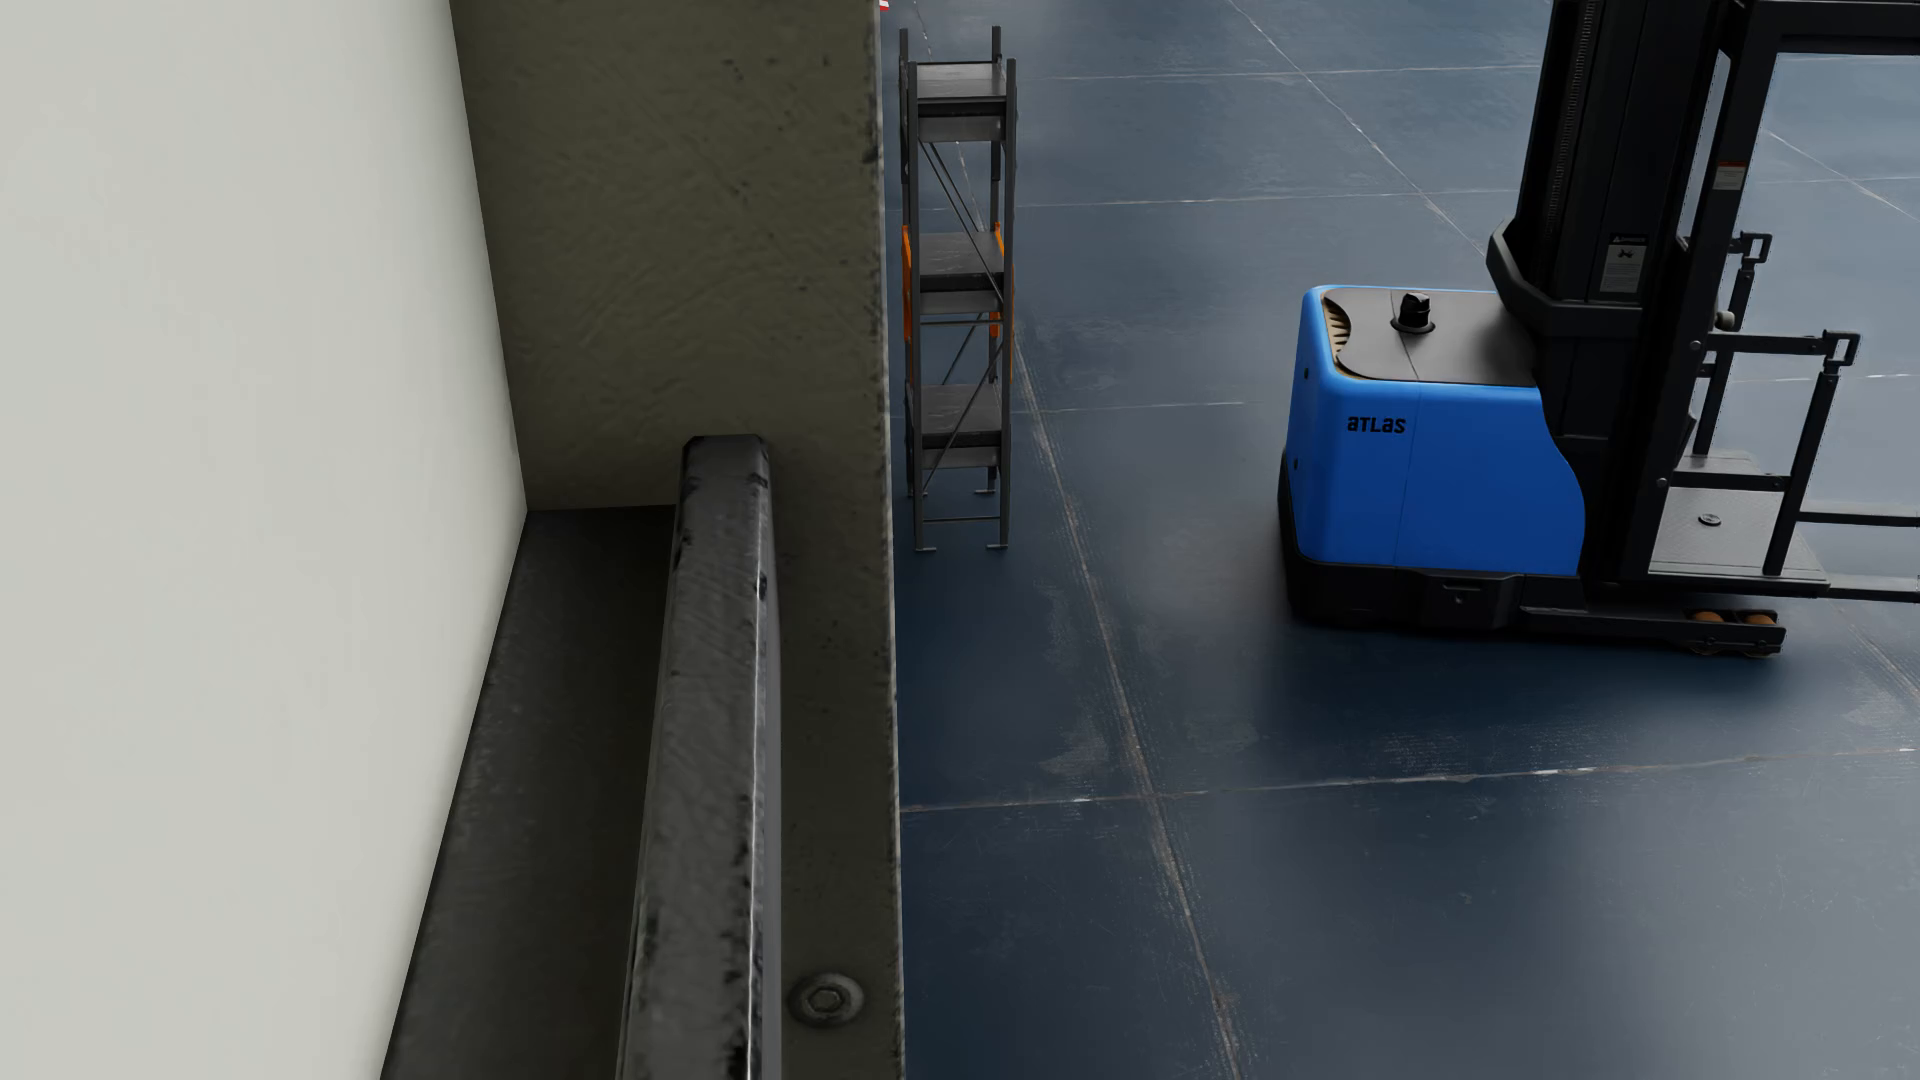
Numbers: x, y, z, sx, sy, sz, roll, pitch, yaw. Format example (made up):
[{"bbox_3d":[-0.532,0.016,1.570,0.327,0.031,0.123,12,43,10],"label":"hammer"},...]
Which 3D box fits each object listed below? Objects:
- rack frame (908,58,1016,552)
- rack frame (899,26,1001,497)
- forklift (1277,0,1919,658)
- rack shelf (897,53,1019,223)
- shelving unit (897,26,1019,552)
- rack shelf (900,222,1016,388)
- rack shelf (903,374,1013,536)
[{"bbox_3d":[0.007,-0.861,6.644,0.400,2.100,0.015,-3,31,-5],"label":"rack frame"},{"bbox_3d":[-0.038,-1.111,7.062,0.400,2.100,0.015,-3,31,-5],"label":"rack frame"},{"bbox_3d":[2.878,-1.088,6.213,3.031,2.935,1.130,3,31,5],"label":"forklift"},{"bbox_3d":[-0.015,-1.575,6.501,0.431,0.518,0.480,-3,31,-5],"label":"rack shelf"},{"bbox_3d":[-0.015,-0.986,6.853,0.431,2.100,0.503,-3,31,-5],"label":"shelving unit"},{"bbox_3d":[-0.015,-0.974,6.860,0.431,0.518,0.480,-3,31,-5],"label":"rack shelf"},{"bbox_3d":[-0.015,-0.373,7.219,0.431,0.518,0.480,-3,31,-5],"label":"rack shelf"}]
